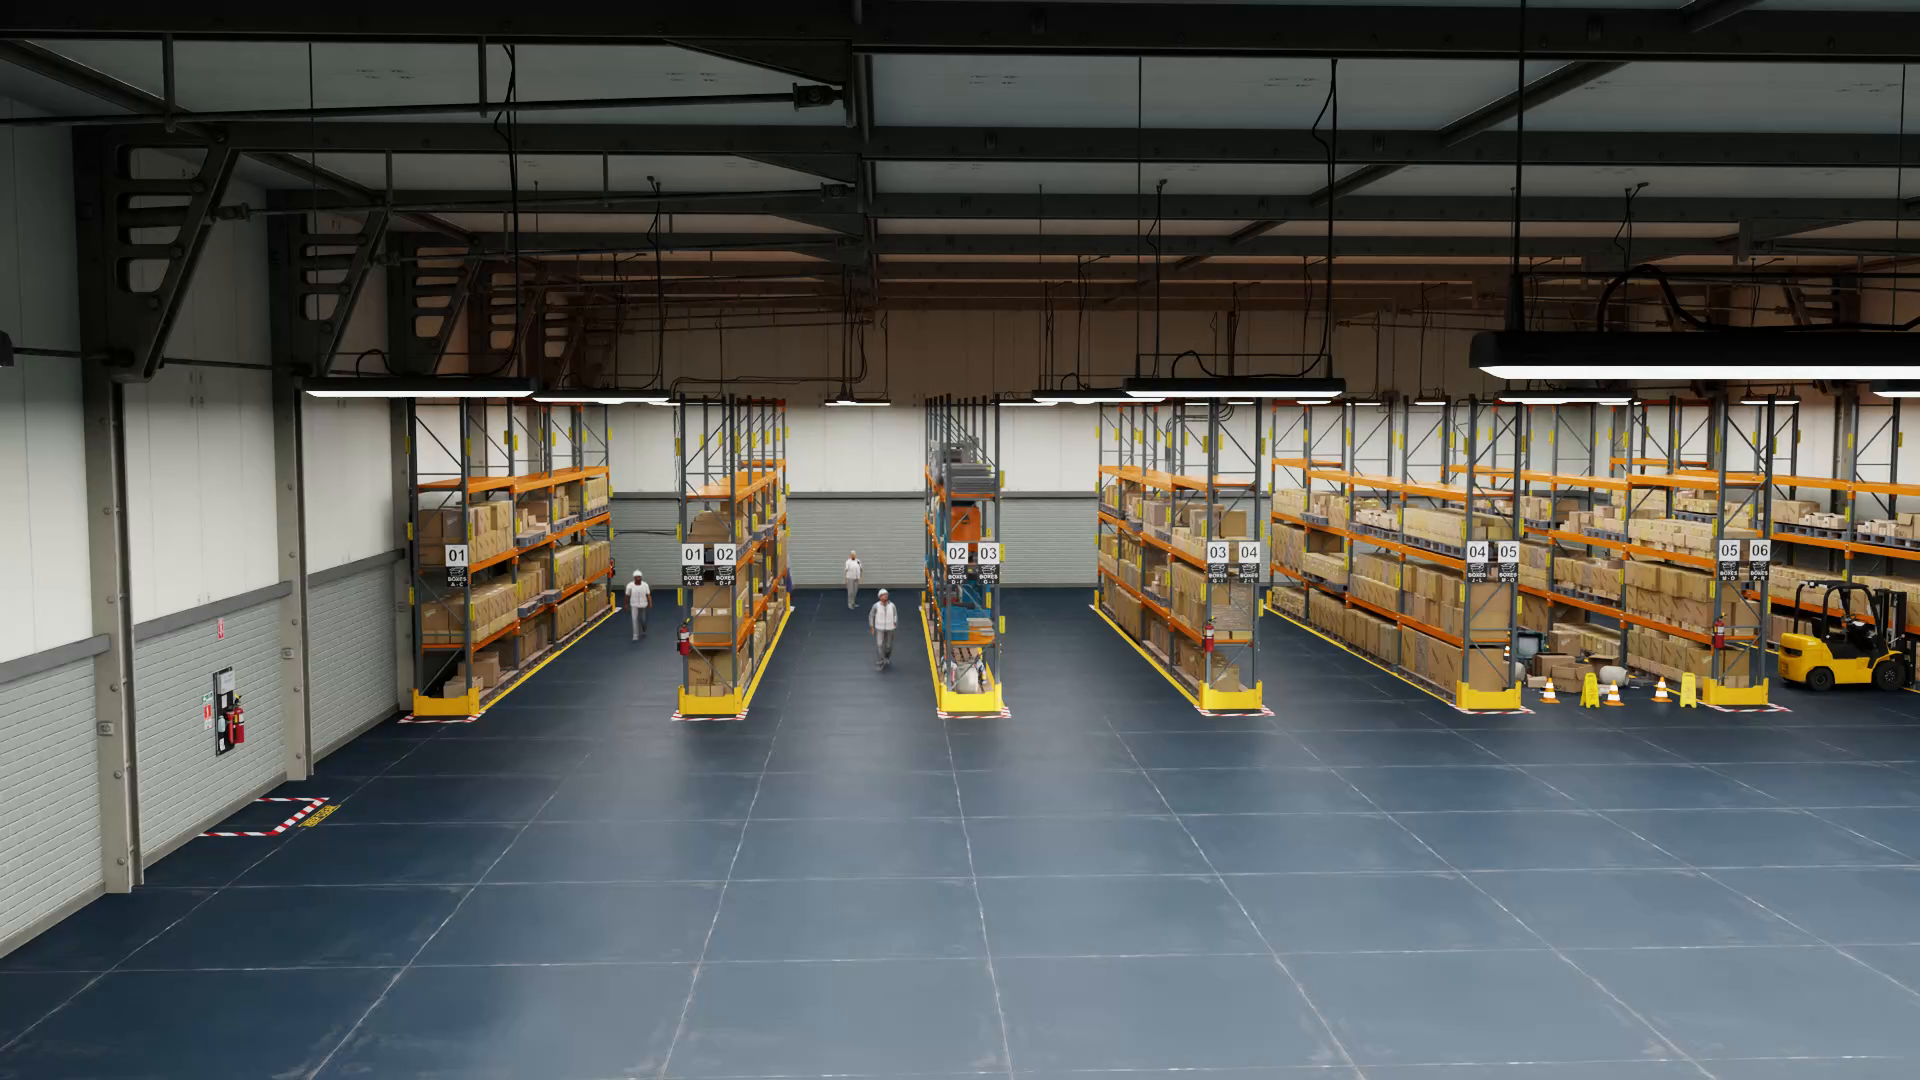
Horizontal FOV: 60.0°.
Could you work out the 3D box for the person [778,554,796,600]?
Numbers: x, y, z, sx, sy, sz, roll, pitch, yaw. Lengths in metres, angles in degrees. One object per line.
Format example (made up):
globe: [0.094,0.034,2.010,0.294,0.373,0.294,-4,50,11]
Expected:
person: [-5.270,0.986,49.838,0.555,1.597,1.015,-3,5,-33]

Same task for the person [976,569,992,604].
person: [0.658,1.093,48.671,0.454,1.554,0.812,-3,5,-34]

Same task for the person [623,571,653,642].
person: [-7.960,1.623,41.123,0.731,1.725,1.080,-1,5,-7]

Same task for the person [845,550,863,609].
person: [-3.059,1.133,47.747,0.499,1.680,0.515,4,6,45]

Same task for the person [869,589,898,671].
person: [-1.692,1.978,36.747,0.630,1.767,0.940,0,5,-1]
